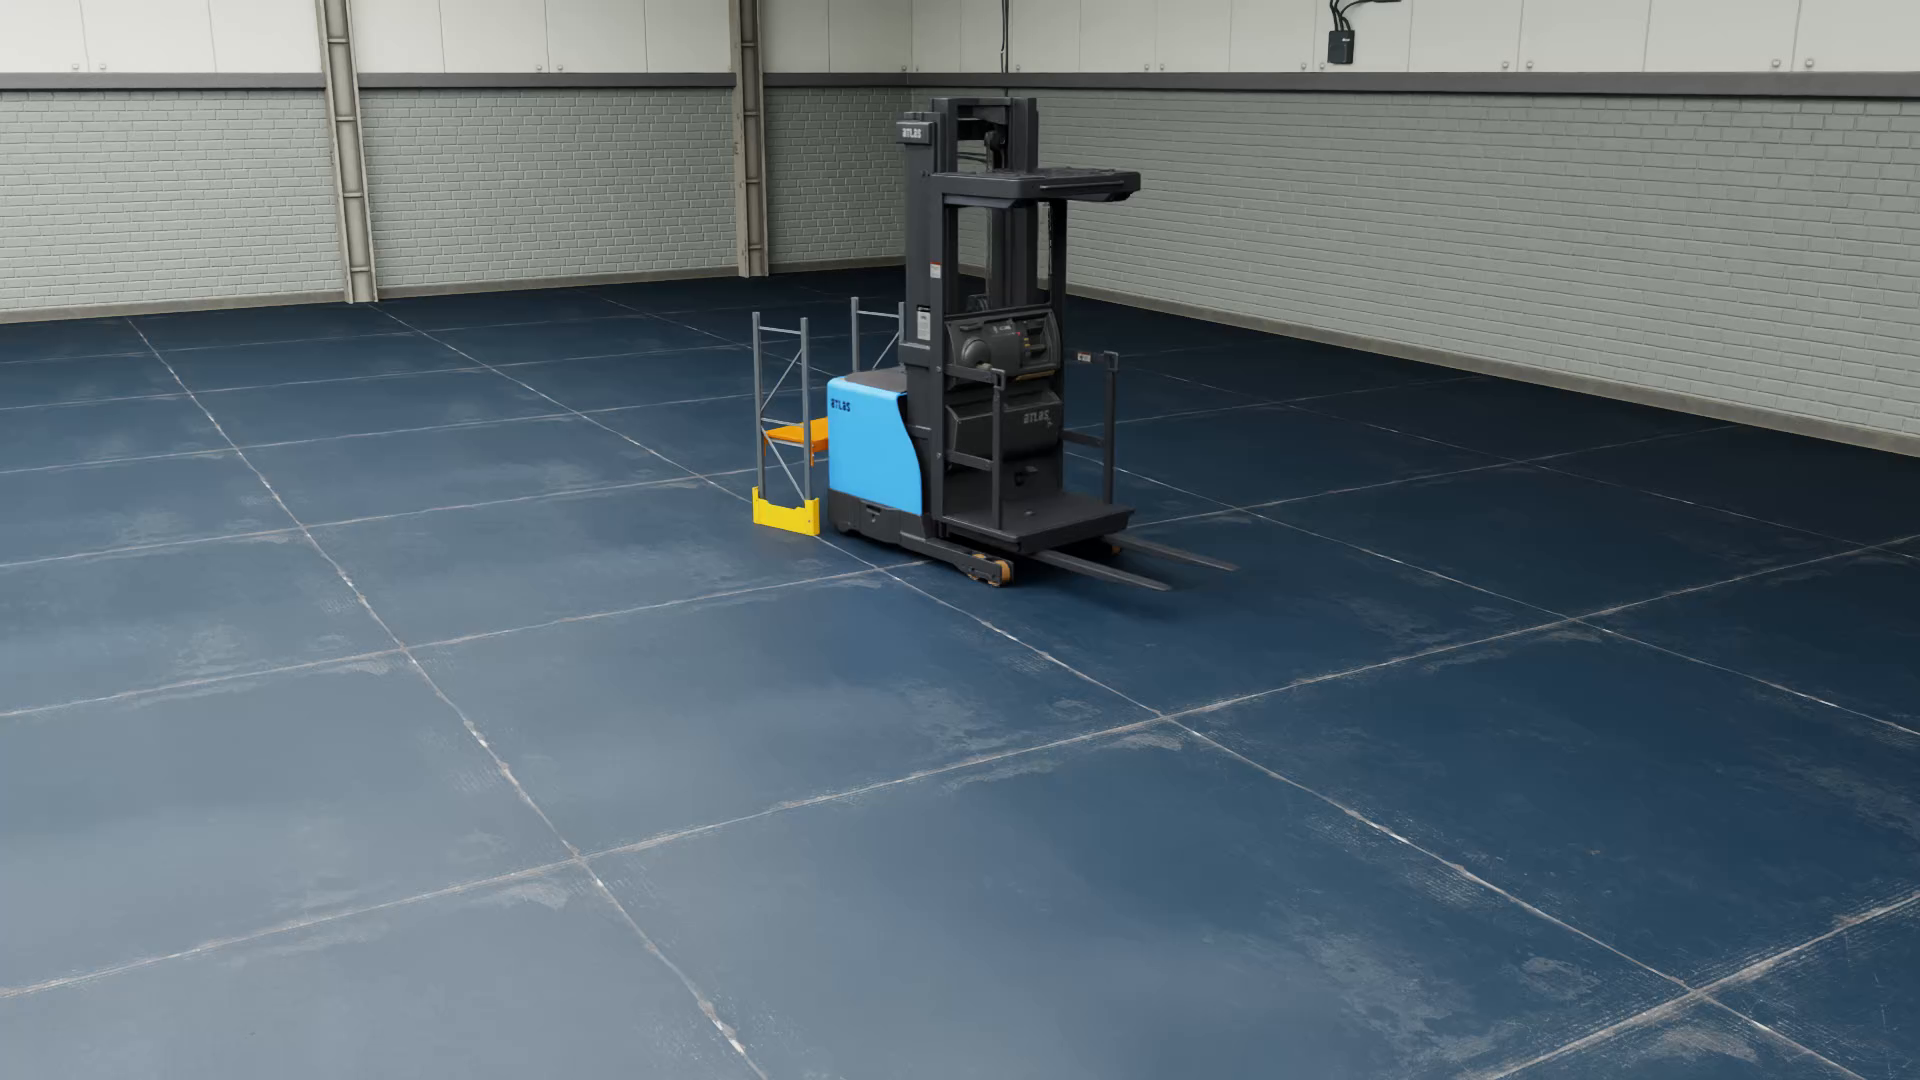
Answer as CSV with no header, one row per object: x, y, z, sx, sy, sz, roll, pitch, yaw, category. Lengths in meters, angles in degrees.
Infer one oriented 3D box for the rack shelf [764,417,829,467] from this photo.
-0.908,-0.742,11.944,0.538,0.185,1.000,12,20,37,rack shelf

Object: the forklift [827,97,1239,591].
0.426,-1.273,10.519,1.130,2.935,3.031,-13,21,-40,forklift

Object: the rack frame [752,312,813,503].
-1.224,-0.808,11.512,0.500,1.500,0.032,12,20,37,rack frame

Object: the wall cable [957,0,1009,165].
-0.066,-7.132,25.935,0.112,2.526,3.097,-9,18,-30,wall cable

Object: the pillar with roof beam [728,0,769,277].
-1.055,-7.528,21.593,0.400,9.000,9.100,-9,18,-30,pillar with roof beam

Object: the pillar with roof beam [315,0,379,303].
-6.198,-6.694,18.618,0.400,9.000,9.100,-9,18,-30,pillar with roof beam

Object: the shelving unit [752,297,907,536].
-0.914,-0.913,11.889,0.587,1.500,1.083,12,20,37,shelving unit

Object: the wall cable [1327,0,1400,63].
4.810,-8.067,17.213,0.169,6.003,2.305,-9,18,-30,wall cable

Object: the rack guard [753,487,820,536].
-1.224,-0.206,11.682,0.587,0.250,0.087,12,20,37,rack guard

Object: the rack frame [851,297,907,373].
-0.593,-1.023,12.279,0.500,1.500,0.032,12,20,37,rack frame
